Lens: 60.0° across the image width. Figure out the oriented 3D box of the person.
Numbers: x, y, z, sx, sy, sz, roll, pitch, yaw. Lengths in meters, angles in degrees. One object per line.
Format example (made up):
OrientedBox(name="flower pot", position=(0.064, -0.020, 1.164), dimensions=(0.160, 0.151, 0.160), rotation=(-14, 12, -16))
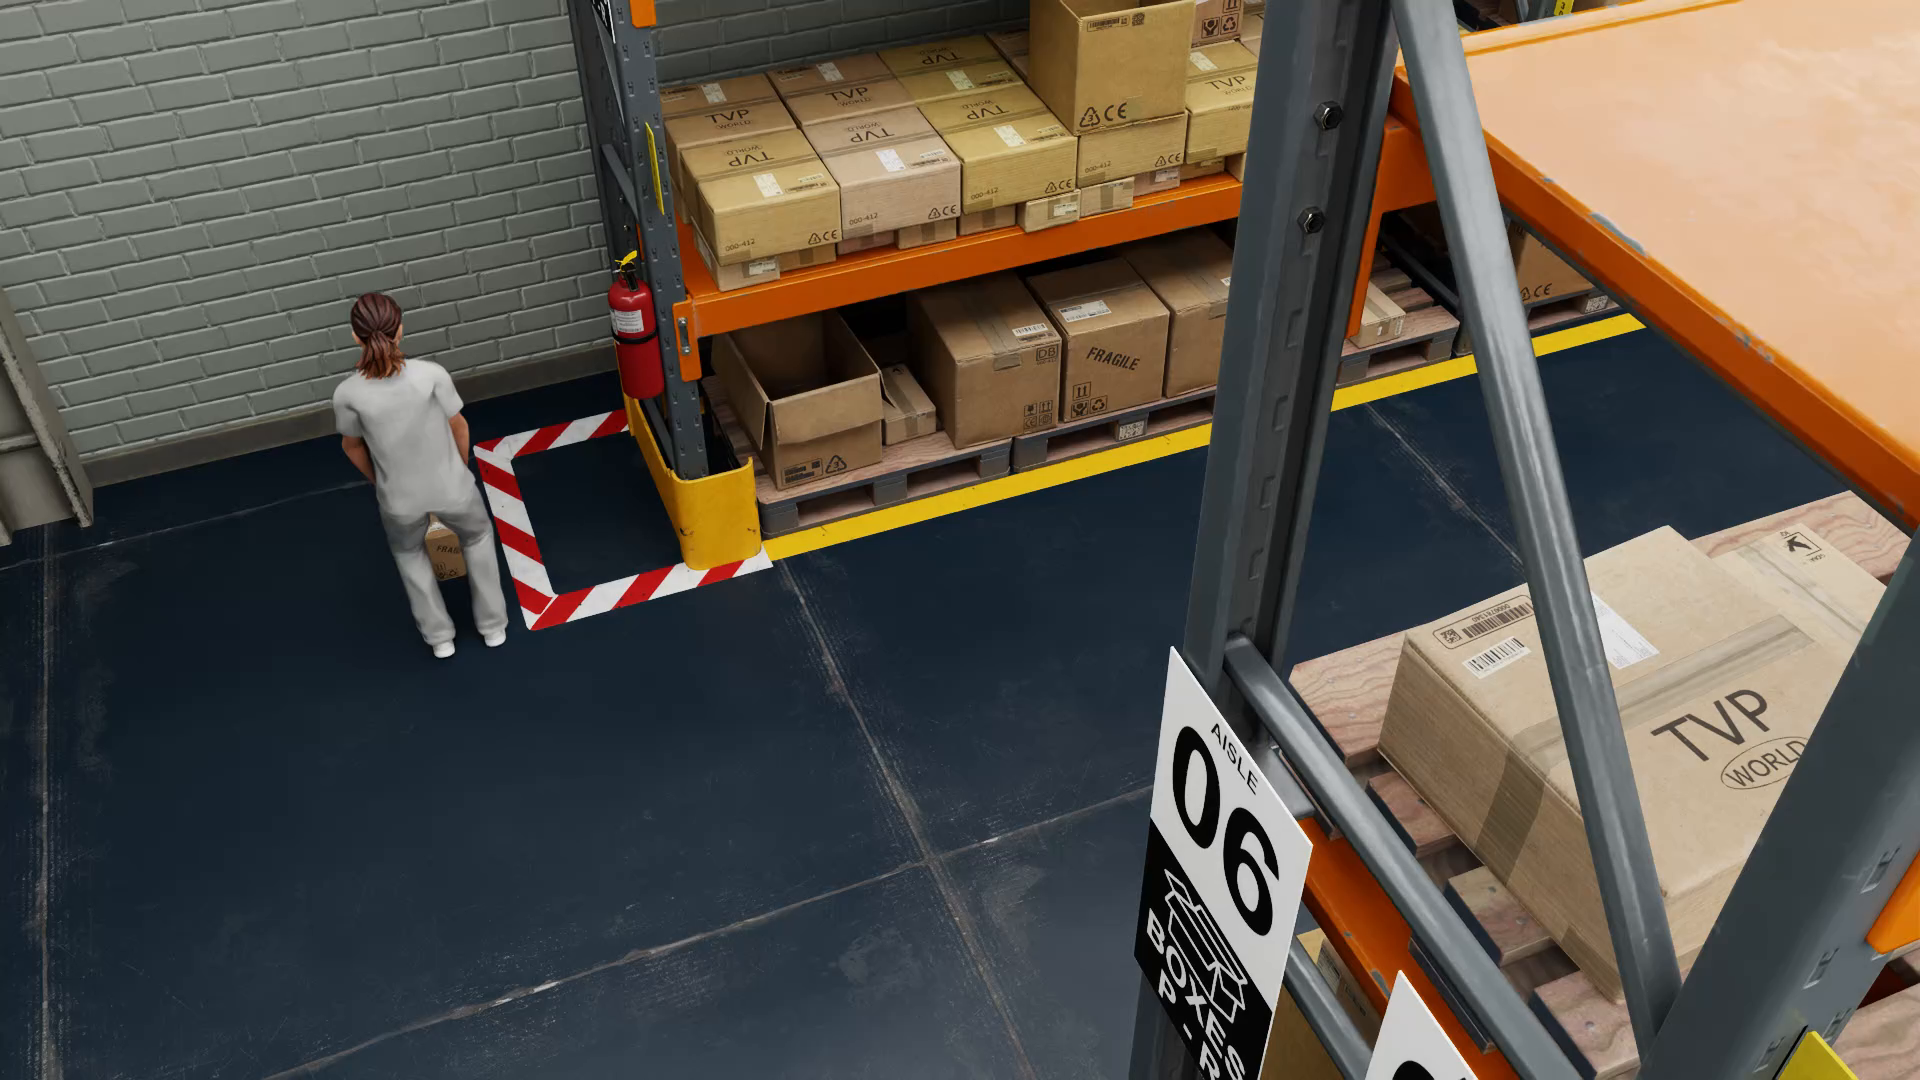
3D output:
OrientedBox(name="person", position=(-2.103, -0.219, 6.466), dimensions=(0.468, 1.603, 0.424), rotation=(-11, 43, -12))
